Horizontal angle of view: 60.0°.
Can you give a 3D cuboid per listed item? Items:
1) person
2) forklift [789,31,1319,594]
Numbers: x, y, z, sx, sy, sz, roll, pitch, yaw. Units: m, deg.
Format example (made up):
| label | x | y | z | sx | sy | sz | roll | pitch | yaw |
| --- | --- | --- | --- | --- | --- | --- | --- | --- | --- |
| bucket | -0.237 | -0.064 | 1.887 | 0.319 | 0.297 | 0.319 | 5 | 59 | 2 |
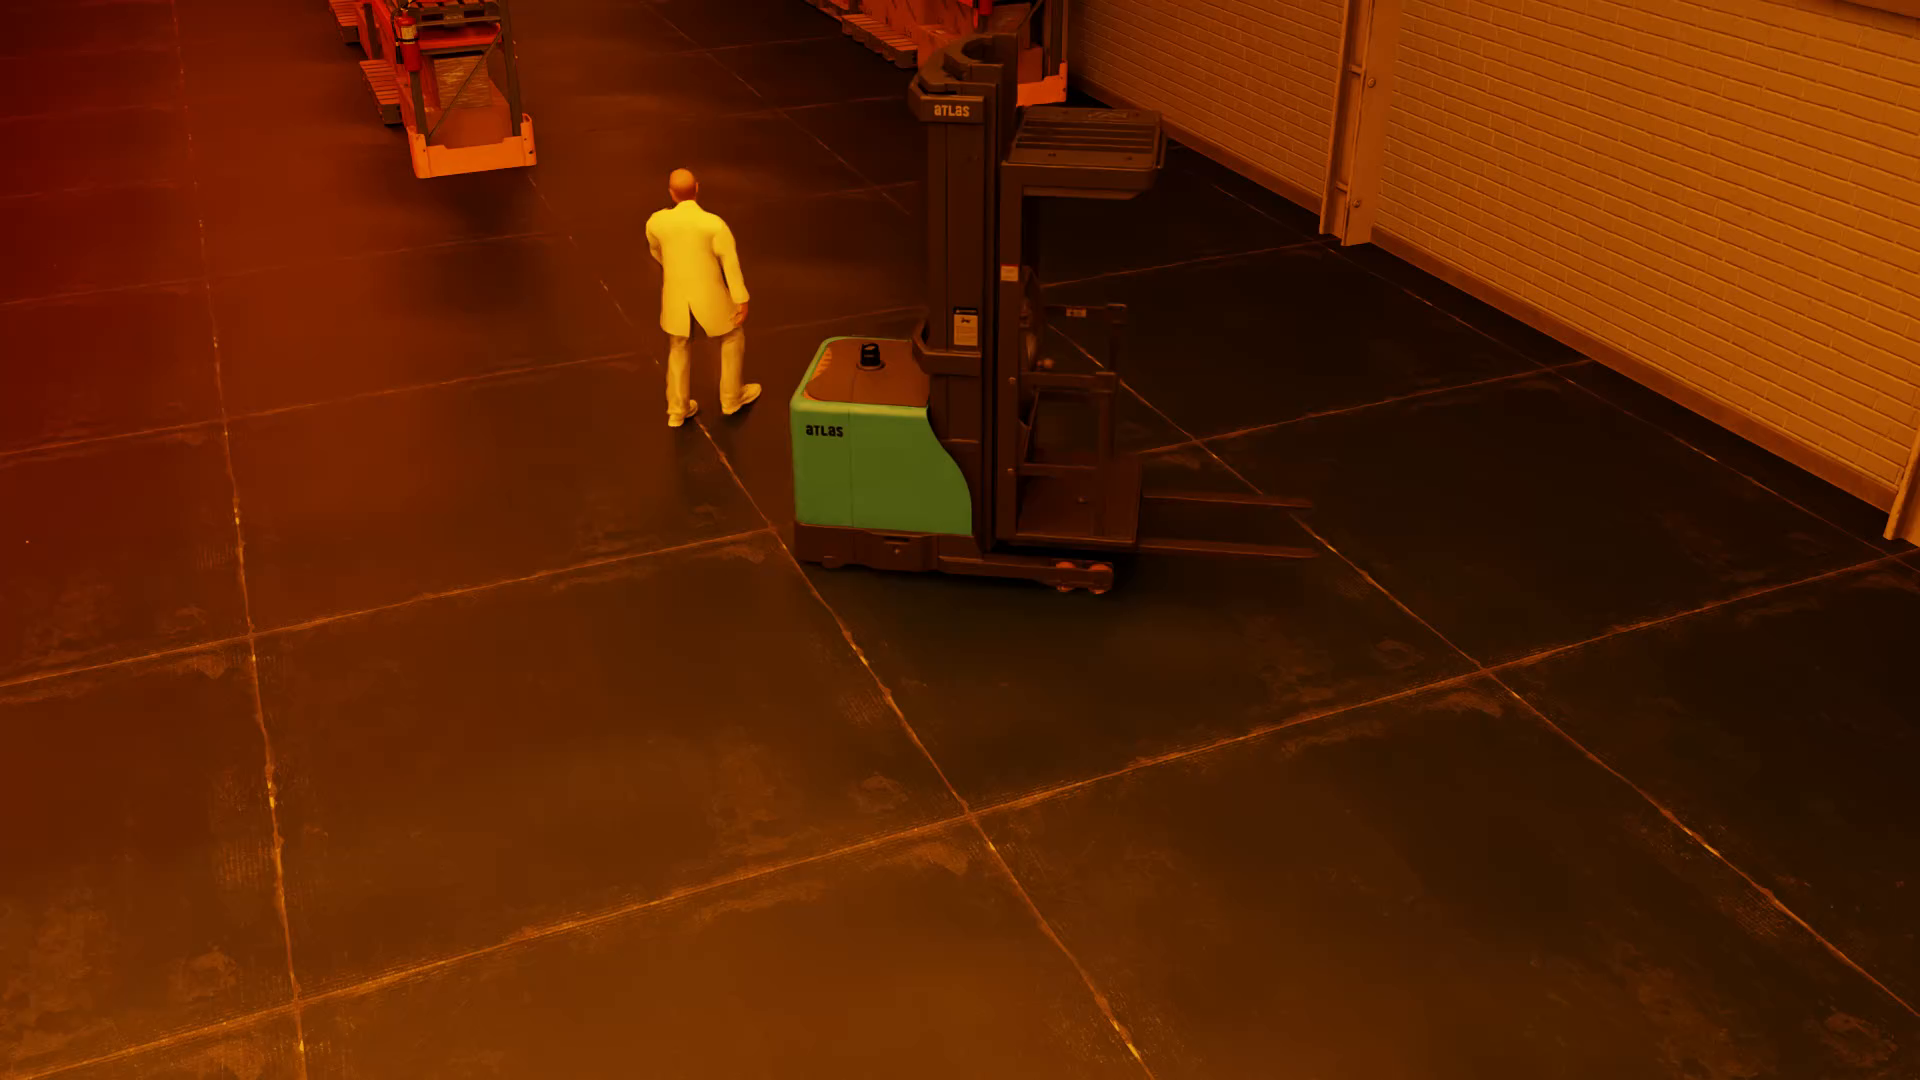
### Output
| label | x | y | z | sx | sy | sz | roll | pitch | yaw |
| --- | --- | --- | --- | --- | --- | --- | --- | --- | --- |
| person | -1.751 | -1.656 | 11.237 | 0.712 | 1.727 | 0.676 | 5 | 30 | 8 |
| forklift | 0.586 | -1.248 | 9.302 | 3.031 | 2.935 | 1.130 | 4 | 30 | 7 |
